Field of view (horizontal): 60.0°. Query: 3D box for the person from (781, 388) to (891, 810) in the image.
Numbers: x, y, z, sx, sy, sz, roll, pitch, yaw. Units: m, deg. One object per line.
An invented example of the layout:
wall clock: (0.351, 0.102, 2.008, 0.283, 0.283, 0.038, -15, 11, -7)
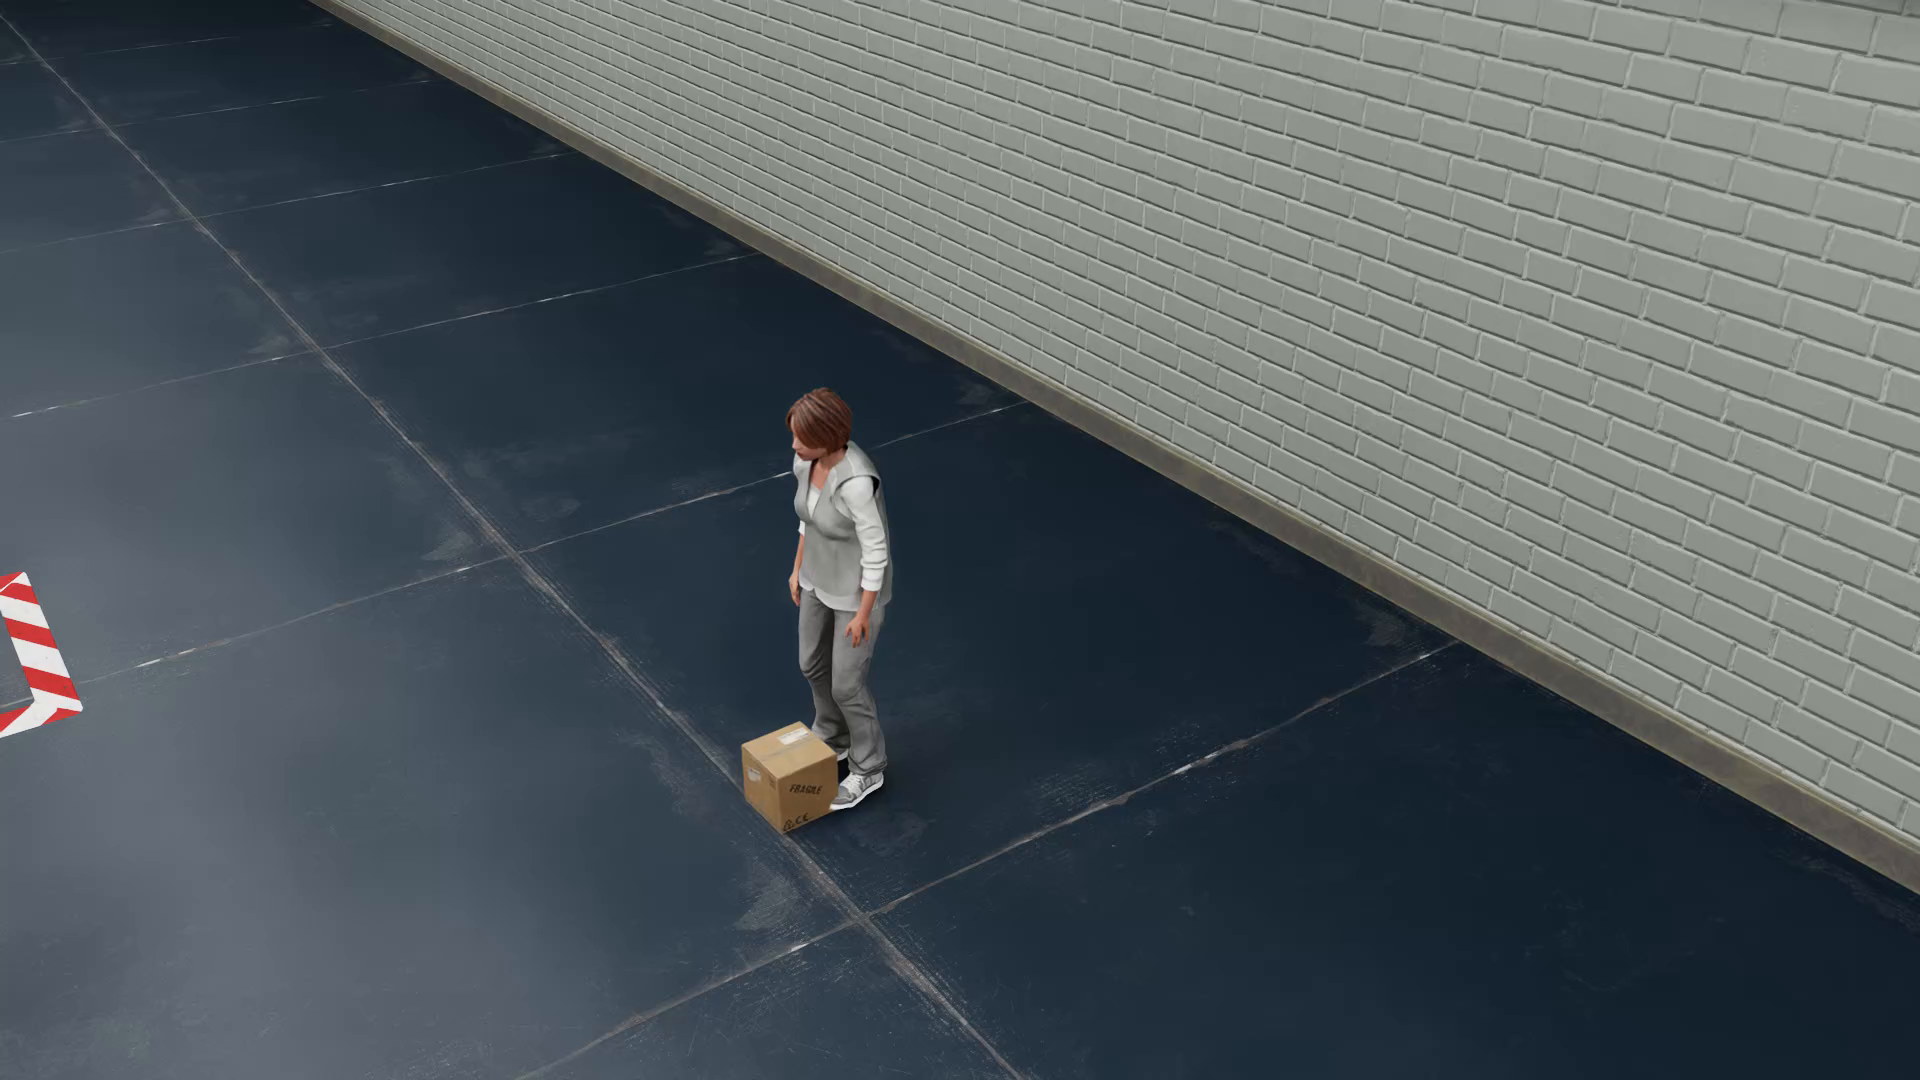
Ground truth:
person: (-0.428, 0.201, 5.785, 0.345, 1.582, 0.463, -19, 34, -30)
